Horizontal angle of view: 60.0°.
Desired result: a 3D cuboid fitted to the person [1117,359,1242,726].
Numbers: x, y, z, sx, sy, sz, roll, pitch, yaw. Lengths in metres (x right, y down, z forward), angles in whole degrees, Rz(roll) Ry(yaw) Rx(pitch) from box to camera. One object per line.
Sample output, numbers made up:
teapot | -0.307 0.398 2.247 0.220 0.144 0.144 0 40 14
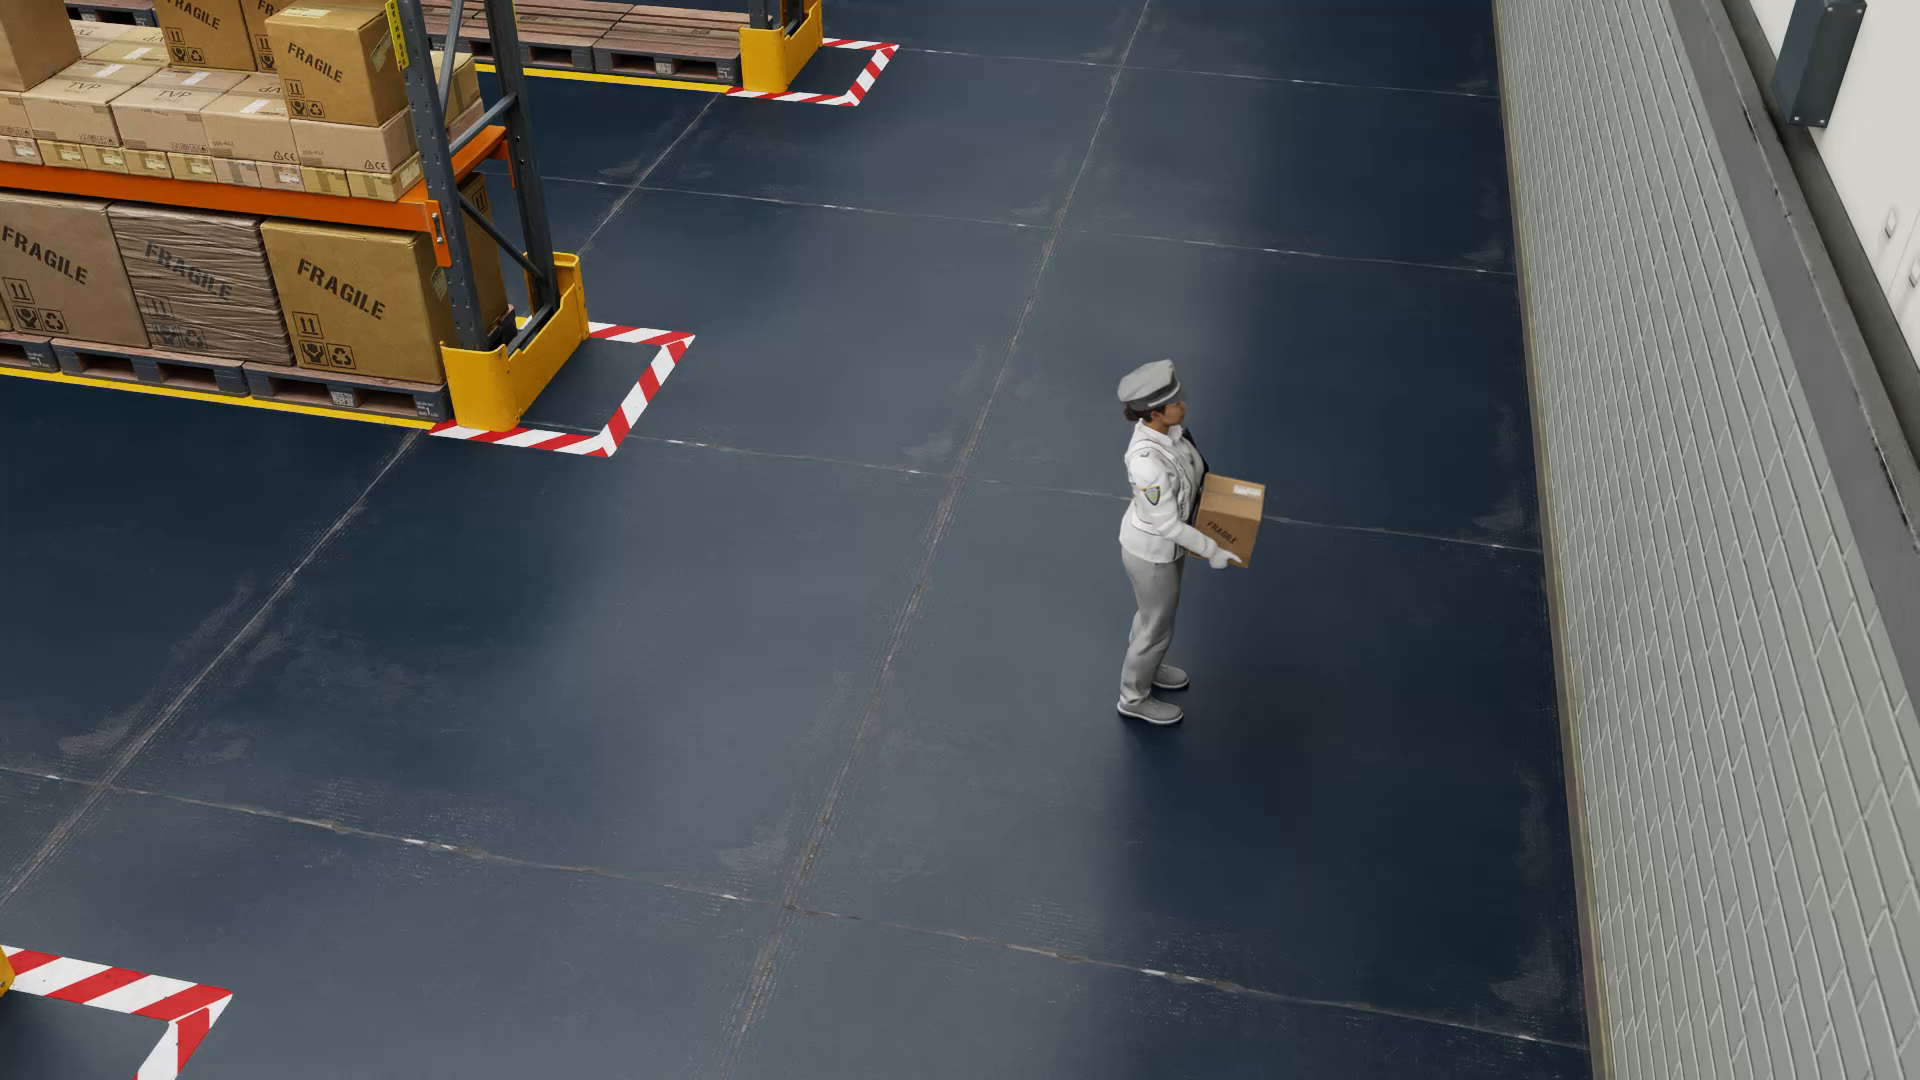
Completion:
person | 0.892 0.023 6.910 0.563 1.686 0.461 8 37 10
